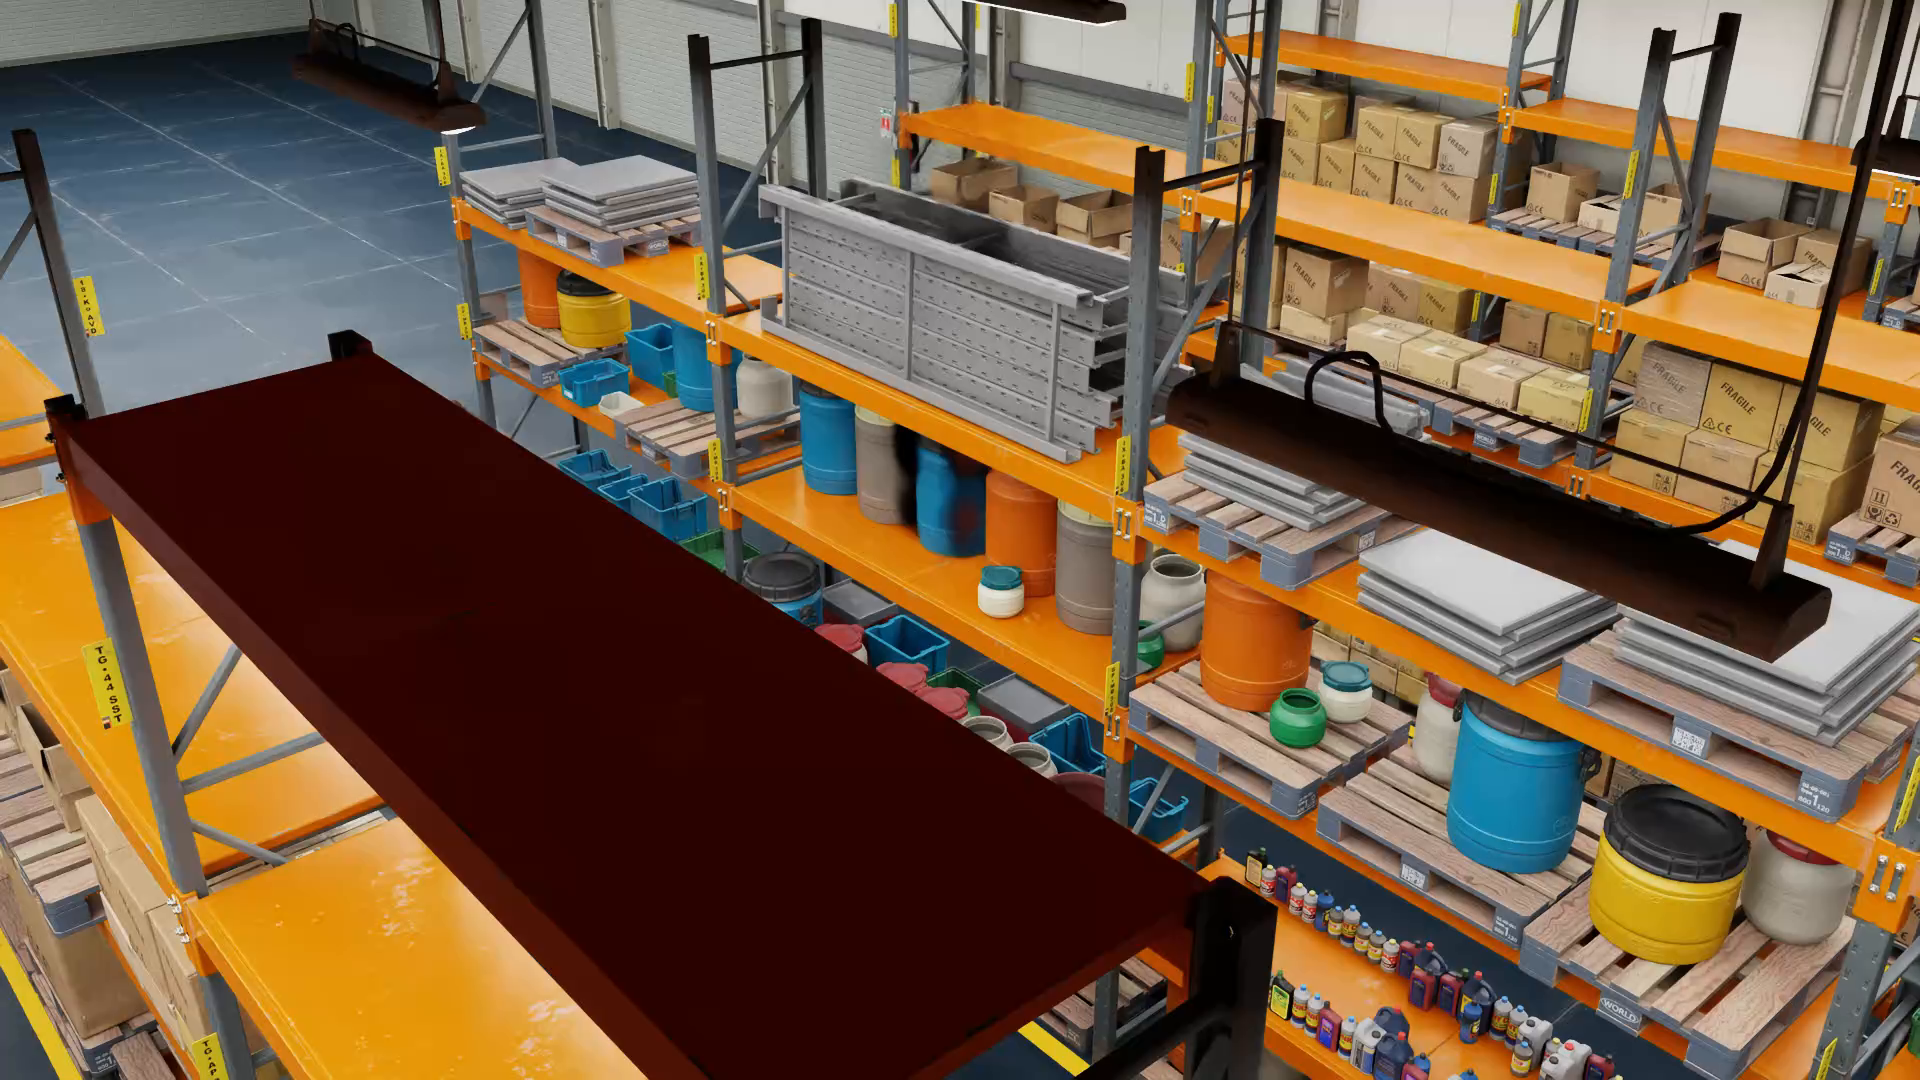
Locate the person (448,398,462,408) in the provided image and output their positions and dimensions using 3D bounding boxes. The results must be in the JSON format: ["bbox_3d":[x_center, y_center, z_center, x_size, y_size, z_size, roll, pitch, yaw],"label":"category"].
[{"bbox_3d":[-5.095,-0.724,17.215,0.663,1.630,0.603,-5,27,-10],"label":"person"}]
